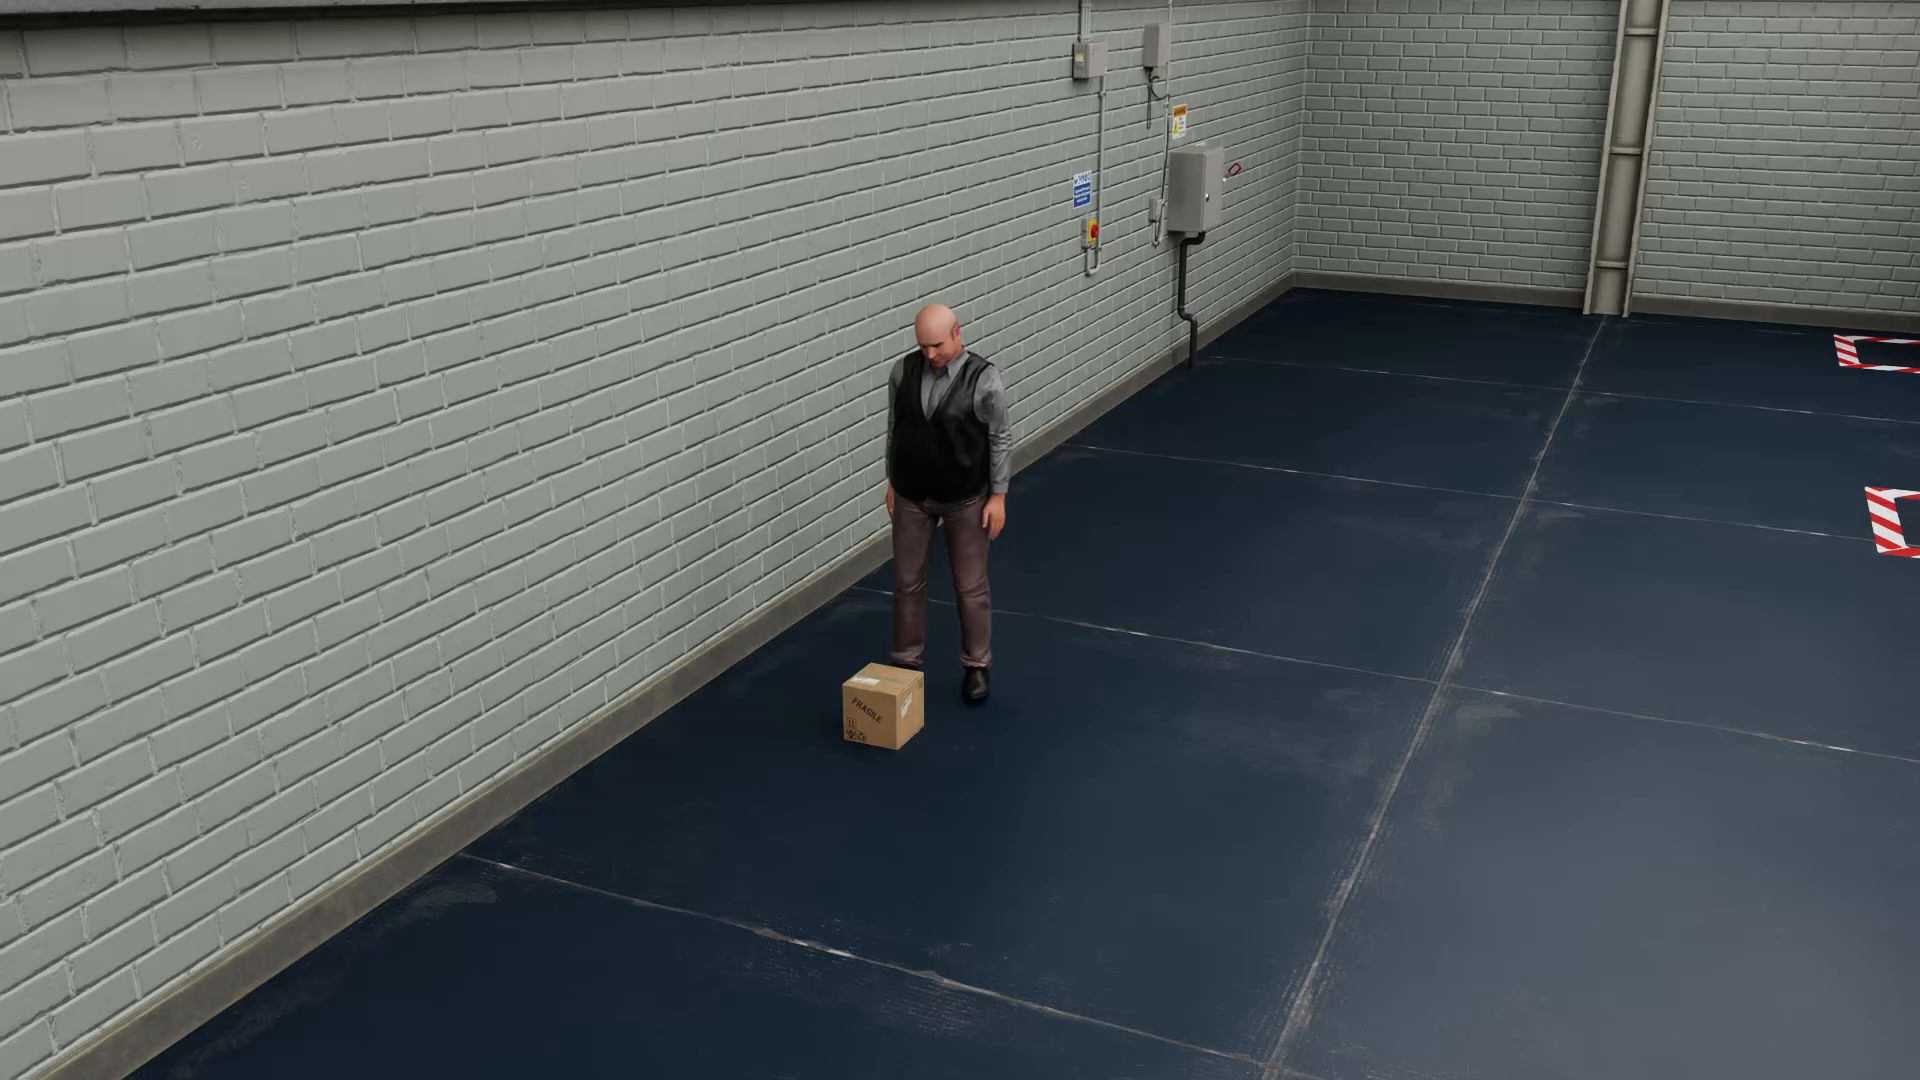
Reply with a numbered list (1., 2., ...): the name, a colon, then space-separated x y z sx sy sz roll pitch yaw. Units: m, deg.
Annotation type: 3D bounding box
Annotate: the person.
1. person: -0.071 -0.161 7.029 0.572 1.705 0.409 6 20 17
